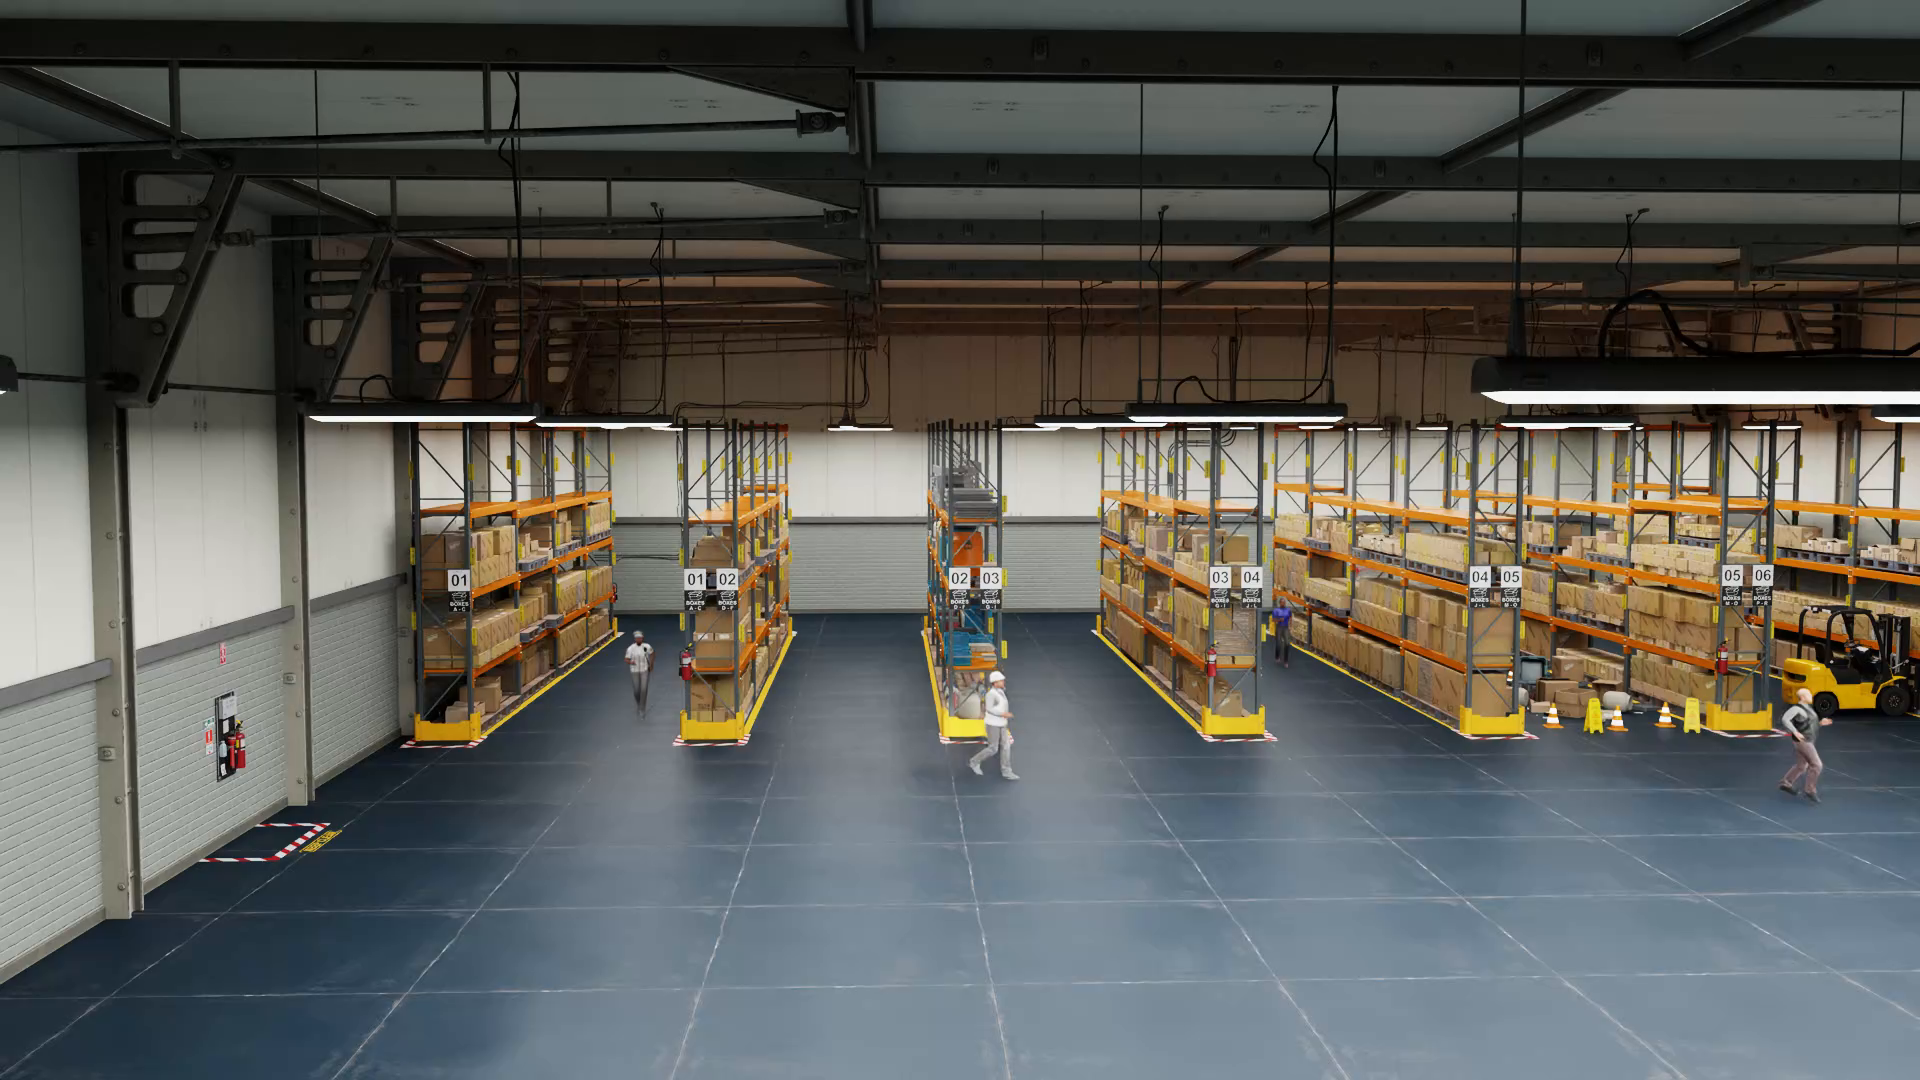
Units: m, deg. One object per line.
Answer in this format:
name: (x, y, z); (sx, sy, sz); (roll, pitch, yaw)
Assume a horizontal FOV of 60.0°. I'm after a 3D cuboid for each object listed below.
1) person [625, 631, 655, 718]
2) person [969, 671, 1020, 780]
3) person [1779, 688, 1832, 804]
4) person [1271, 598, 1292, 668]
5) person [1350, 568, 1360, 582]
person: (-6.531, 2.708, 33.896); (0.587, 1.725, 0.895); (0, 4, -6)
person: (0.575, 3.070, 27.573); (0.847, 1.793, 0.681); (1, 4, 21)
person: (13.171, 3.203, 25.929); (0.731, 1.780, 0.628); (3, 5, 39)
person: (7.932, 2.275, 40.916); (0.560, 1.713, 0.728); (0, 4, -1)
person: (11.738, 1.702, 49.154); (0.887, 1.780, 0.664); (0, 4, -4)
